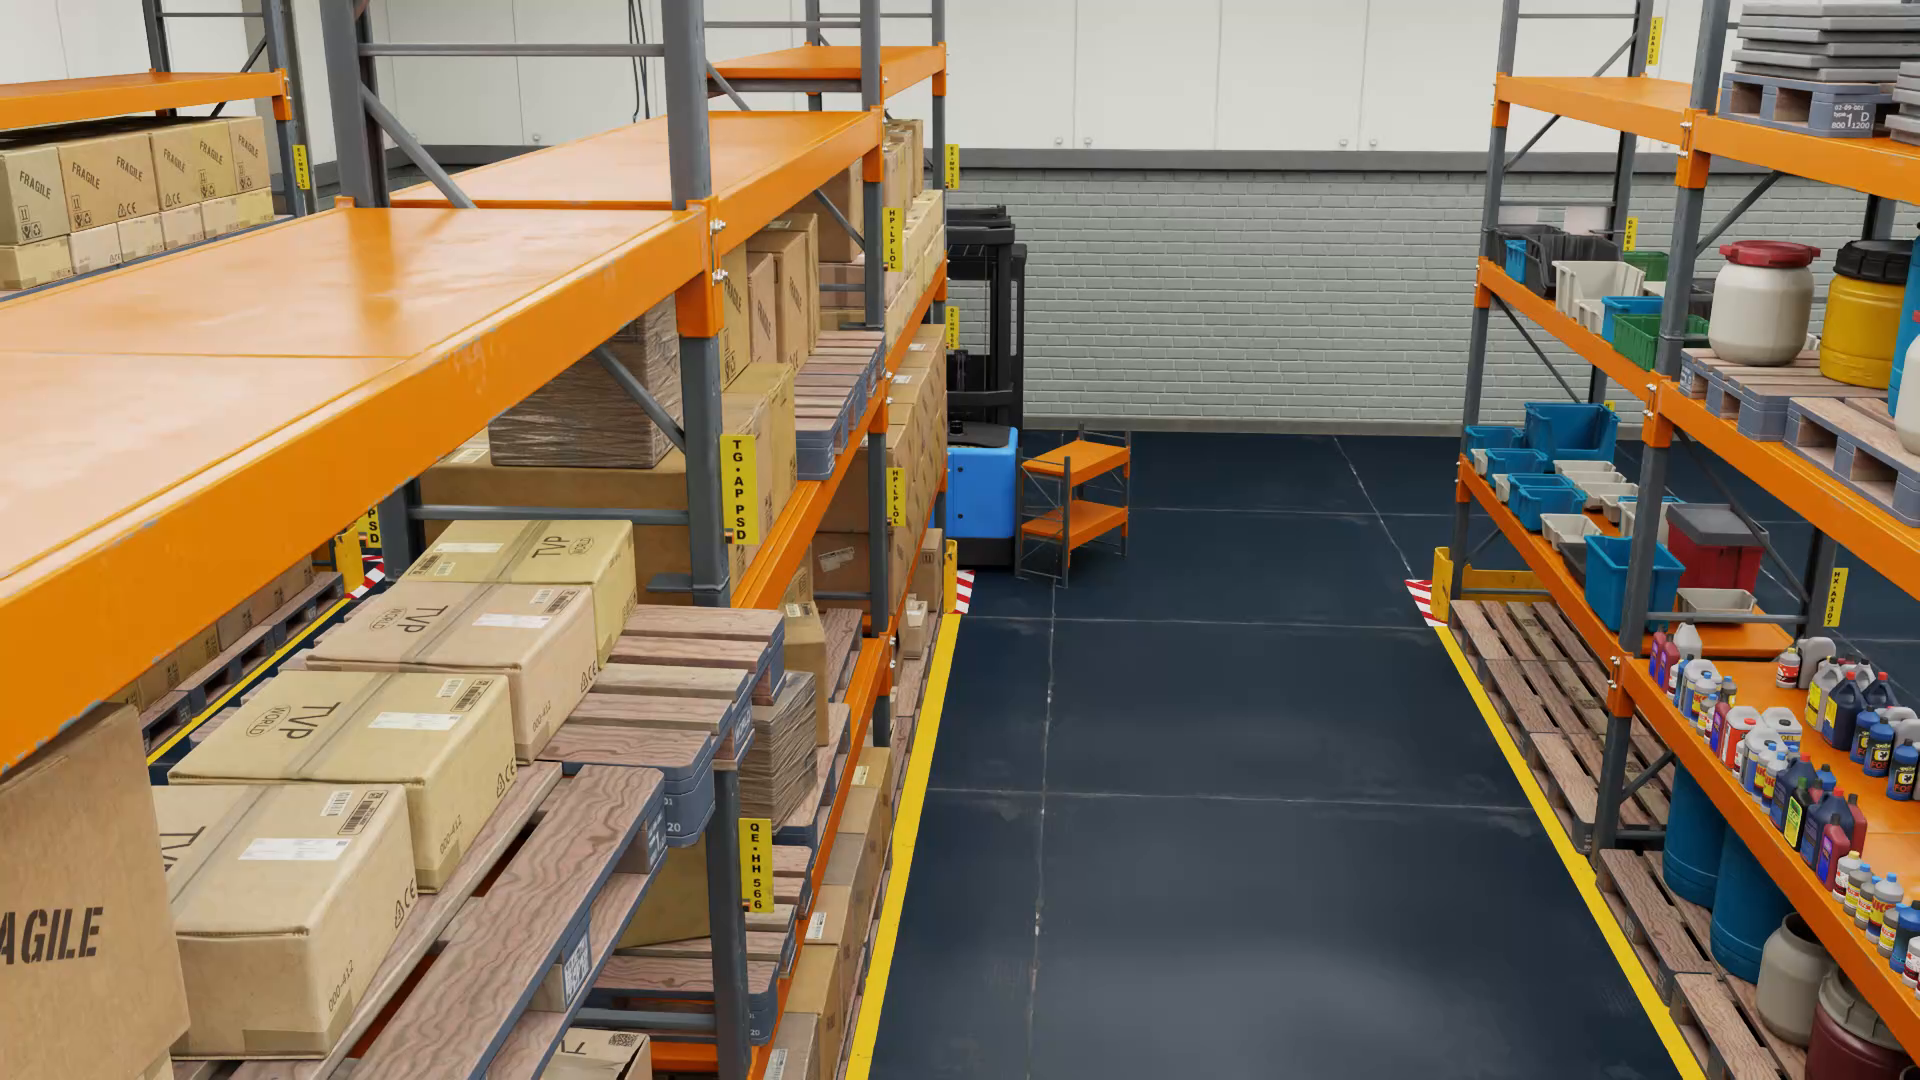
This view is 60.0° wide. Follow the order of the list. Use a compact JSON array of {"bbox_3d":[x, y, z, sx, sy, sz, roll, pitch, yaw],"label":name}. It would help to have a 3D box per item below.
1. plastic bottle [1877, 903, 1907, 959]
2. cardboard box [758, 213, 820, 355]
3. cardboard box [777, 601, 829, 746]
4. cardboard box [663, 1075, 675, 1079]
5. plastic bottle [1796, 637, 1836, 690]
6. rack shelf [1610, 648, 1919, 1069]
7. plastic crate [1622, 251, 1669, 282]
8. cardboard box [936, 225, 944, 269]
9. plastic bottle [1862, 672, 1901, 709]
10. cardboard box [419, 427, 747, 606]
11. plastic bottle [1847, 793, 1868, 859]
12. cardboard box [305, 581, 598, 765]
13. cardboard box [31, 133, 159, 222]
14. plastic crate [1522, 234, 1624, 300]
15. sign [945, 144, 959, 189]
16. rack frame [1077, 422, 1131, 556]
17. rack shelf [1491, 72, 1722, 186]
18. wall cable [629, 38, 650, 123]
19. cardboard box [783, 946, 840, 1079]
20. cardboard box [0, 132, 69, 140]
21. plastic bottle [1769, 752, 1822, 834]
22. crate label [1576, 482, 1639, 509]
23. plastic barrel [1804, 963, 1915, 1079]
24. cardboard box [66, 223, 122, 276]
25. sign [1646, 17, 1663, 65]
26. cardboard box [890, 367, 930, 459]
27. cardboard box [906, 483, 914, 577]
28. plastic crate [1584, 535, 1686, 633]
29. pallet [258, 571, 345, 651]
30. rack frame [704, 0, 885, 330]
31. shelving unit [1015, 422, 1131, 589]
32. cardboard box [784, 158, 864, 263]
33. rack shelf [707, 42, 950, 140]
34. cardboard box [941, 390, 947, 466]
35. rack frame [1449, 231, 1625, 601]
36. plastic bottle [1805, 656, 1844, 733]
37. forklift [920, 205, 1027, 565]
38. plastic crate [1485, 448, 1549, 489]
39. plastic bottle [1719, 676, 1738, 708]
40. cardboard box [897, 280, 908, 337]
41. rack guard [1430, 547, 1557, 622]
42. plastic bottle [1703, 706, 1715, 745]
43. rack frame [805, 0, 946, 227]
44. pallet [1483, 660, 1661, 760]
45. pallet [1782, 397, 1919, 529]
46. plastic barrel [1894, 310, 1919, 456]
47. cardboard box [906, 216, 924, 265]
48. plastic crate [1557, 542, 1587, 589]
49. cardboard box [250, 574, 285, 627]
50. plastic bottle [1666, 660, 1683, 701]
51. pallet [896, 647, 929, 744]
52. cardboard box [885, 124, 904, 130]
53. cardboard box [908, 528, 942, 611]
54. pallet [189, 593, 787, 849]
[{"bbox_3d":[3.423,1.424,6.079,0.097,0.201,0.097,0,18,0],"label":"plastic bottle"},{"bbox_3d":[-1.007,-1.257,8.128,0.600,0.600,0.600,0,18,-1],"label":"cardboard box"},{"bbox_3d":[-0.963,0.612,7.404,0.700,0.500,0.500,-3,18,-10],"label":"cardboard box"},{"bbox_3d":[-1.352,2.234,6.596,0.500,0.500,0.500,2,18,6],"label":"cardboard box"},{"bbox_3d":[4.337,0.609,8.447,0.152,0.276,0.135,1,18,4],"label":"plastic bottle"},{"bbox_3d":[3.899,1.383,7.039,1.077,0.370,4.000,1,18,4],"label":"rack shelf"},{"bbox_3d":[4.543,-1.834,11.226,0.450,0.188,0.336,1,18,4],"label":"plastic crate"},{"bbox_3d":[-0.385,-2.122,12.007,0.500,0.250,0.500,1,18,4],"label":"cardboard box"},{"bbox_3d":[4.290,0.794,7.762,0.144,0.351,0.185,1,18,4],"label":"plastic bottle"},{"bbox_3d":[-1.187,-0.058,5.306,0.910,0.500,0.500,1,18,4],"label":"cardboard box"},{"bbox_3d":[3.598,1.174,6.711,0.061,0.283,0.133,1,18,4],"label":"plastic bottle"},{"bbox_3d":[-1.181,0.303,3.932,0.500,0.250,0.500,2,18,5],"label":"cardboard box"},{"bbox_3d":[-5.448,-2.287,10.469,0.500,0.500,0.500,1,18,4],"label":"cardboard box"},{"bbox_3d":[3.946,-1.750,10.728,0.504,0.338,0.767,1,18,4],"label":"plastic crate"},{"bbox_3d":[-0.059,-2.761,12.294,0.100,0.325,0.005,1,18,4],"label":"sign"},{"bbox_3d":[1.243,-0.441,14.462,0.500,1.125,0.032,12,22,32],"label":"rack frame"},{"bbox_3d":[4.186,-2.520,9.959,1.077,0.370,4.000,1,18,4],"label":"rack shelf"},{"bbox_3d":[-4.790,-4.167,18.175,3.097,2.526,0.112,1,18,4],"label":"wall cable"},{"bbox_3d":[-0.794,2.076,7.077,0.500,0.500,0.500,1,18,3],"label":"cardboard box"},{"bbox_3d":[-5.970,-2.304,10.521,0.500,0.500,0.500,1,18,2],"label":"cardboard box"},{"bbox_3d":[3.517,1.049,6.985,0.144,0.351,0.185,1,18,4],"label":"plastic bottle"},{"bbox_3d":[4.421,-0.291,11.321,0.396,0.136,0.243,1,18,4],"label":"crate label"},{"bbox_3d":[3.855,2.106,6.877,0.600,0.588,0.708,1,18,4],"label":"plastic barrel"},{"bbox_3d":[-5.476,-1.769,10.092,0.500,0.250,0.500,1,18,3],"label":"cardboard box"},{"bbox_3d":[4.879,-3.512,11.708,0.100,0.325,0.005,1,18,4],"label":"sign"},{"bbox_3d":[-0.473,-0.834,10.886,0.500,0.500,0.500,2,18,6],"label":"cardboard box"},{"bbox_3d":[-0.556,-0.050,10.098,0.500,0.500,0.500,2,18,5],"label":"cardboard box"},{"bbox_3d":[3.736,0.247,9.282,0.392,0.384,0.575,1,18,4],"label":"plastic crate"},{"bbox_3d":[-5.532,0.532,12.960,1.003,0.211,1.213,1,18,4],"label":"pallet"},{"bbox_3d":[-0.898,-2.542,8.230,1.000,3.000,0.127,1,18,4],"label":"rack frame"},{"bbox_3d":[0.959,-0.310,14.061,0.538,1.125,1.048,12,22,32],"label":"shelving unit"},{"bbox_3d":[-0.901,-1.791,8.989,0.700,0.500,0.500,1,18,4],"label":"cardboard box"},{"bbox_3d":[-0.754,-2.820,10.238,1.077,0.370,4.000,1,18,4],"label":"rack shelf"},{"bbox_3d":[-0.372,-0.836,12.497,0.500,0.500,0.500,2,18,6],"label":"cardboard box"},{"bbox_3d":[4.329,-0.822,12.614,1.000,3.000,0.127,1,18,4],"label":"rack frame"},{"bbox_3d":[4.159,0.733,7.947,0.144,0.351,0.185,1,18,4],"label":"plastic bottle"},{"bbox_3d":[0.040,-1.589,15.064,1.130,2.935,3.031,1,18,3],"label":"forklift"},{"bbox_3d":[3.936,-0.497,11.795,0.416,0.233,0.300,1,18,4],"label":"plastic crate"},{"bbox_3d":[3.729,0.761,8.103,0.097,0.201,0.097,0,18,0],"label":"plastic bottle"},{"bbox_3d":[-0.576,-1.346,9.638,0.500,0.250,0.500,1,18,4],"label":"cardboard box"},{"bbox_3d":[4.318,0.358,13.027,1.175,0.500,0.348,1,18,4],"label":"rack guard"},{"bbox_3d":[3.554,0.860,7.802,0.097,0.201,0.097,0,18,0],"label":"plastic bottle"},{"bbox_3d":[-0.611,-3.785,12.021,1.000,3.000,0.127,1,18,4],"label":"rack frame"},{"bbox_3d":[4.141,1.136,11.116,1.003,0.211,1.213,1,18,4],"label":"pallet"},{"bbox_3d":[4.005,-0.317,6.560,1.003,0.211,1.213,1,18,4],"label":"pallet"},{"bbox_3d":[3.733,-0.581,6.169,0.433,0.535,0.433,0,18,0],"label":"plastic barrel"},{"bbox_3d":[-0.498,-1.894,10.507,0.500,0.250,0.500,1,18,4],"label":"cardboard box"},{"bbox_3d":[3.855,0.169,9.936,0.437,0.125,0.590,1,18,4],"label":"plastic crate"},{"bbox_3d":[-5.538,0.320,12.469,0.700,0.500,0.500,1,18,4],"label":"cardboard box"},{"bbox_3d":[3.591,0.697,8.298,0.097,0.201,0.097,0,18,0],"label":"plastic bottle"},{"bbox_3d":[-0.763,1.041,11.409,1.003,0.211,1.213,1,18,4],"label":"pallet"},{"bbox_3d":[-0.752,-2.568,11.361,0.700,0.500,0.500,1,18,4],"label":"cardboard box"},{"bbox_3d":[-0.404,0.219,12.744,0.500,0.500,0.500,1,18,4],"label":"cardboard box"},{"bbox_3d":[-1.144,0.428,4.286,1.213,0.211,1.003,2,18,6],"label":"pallet"}]
